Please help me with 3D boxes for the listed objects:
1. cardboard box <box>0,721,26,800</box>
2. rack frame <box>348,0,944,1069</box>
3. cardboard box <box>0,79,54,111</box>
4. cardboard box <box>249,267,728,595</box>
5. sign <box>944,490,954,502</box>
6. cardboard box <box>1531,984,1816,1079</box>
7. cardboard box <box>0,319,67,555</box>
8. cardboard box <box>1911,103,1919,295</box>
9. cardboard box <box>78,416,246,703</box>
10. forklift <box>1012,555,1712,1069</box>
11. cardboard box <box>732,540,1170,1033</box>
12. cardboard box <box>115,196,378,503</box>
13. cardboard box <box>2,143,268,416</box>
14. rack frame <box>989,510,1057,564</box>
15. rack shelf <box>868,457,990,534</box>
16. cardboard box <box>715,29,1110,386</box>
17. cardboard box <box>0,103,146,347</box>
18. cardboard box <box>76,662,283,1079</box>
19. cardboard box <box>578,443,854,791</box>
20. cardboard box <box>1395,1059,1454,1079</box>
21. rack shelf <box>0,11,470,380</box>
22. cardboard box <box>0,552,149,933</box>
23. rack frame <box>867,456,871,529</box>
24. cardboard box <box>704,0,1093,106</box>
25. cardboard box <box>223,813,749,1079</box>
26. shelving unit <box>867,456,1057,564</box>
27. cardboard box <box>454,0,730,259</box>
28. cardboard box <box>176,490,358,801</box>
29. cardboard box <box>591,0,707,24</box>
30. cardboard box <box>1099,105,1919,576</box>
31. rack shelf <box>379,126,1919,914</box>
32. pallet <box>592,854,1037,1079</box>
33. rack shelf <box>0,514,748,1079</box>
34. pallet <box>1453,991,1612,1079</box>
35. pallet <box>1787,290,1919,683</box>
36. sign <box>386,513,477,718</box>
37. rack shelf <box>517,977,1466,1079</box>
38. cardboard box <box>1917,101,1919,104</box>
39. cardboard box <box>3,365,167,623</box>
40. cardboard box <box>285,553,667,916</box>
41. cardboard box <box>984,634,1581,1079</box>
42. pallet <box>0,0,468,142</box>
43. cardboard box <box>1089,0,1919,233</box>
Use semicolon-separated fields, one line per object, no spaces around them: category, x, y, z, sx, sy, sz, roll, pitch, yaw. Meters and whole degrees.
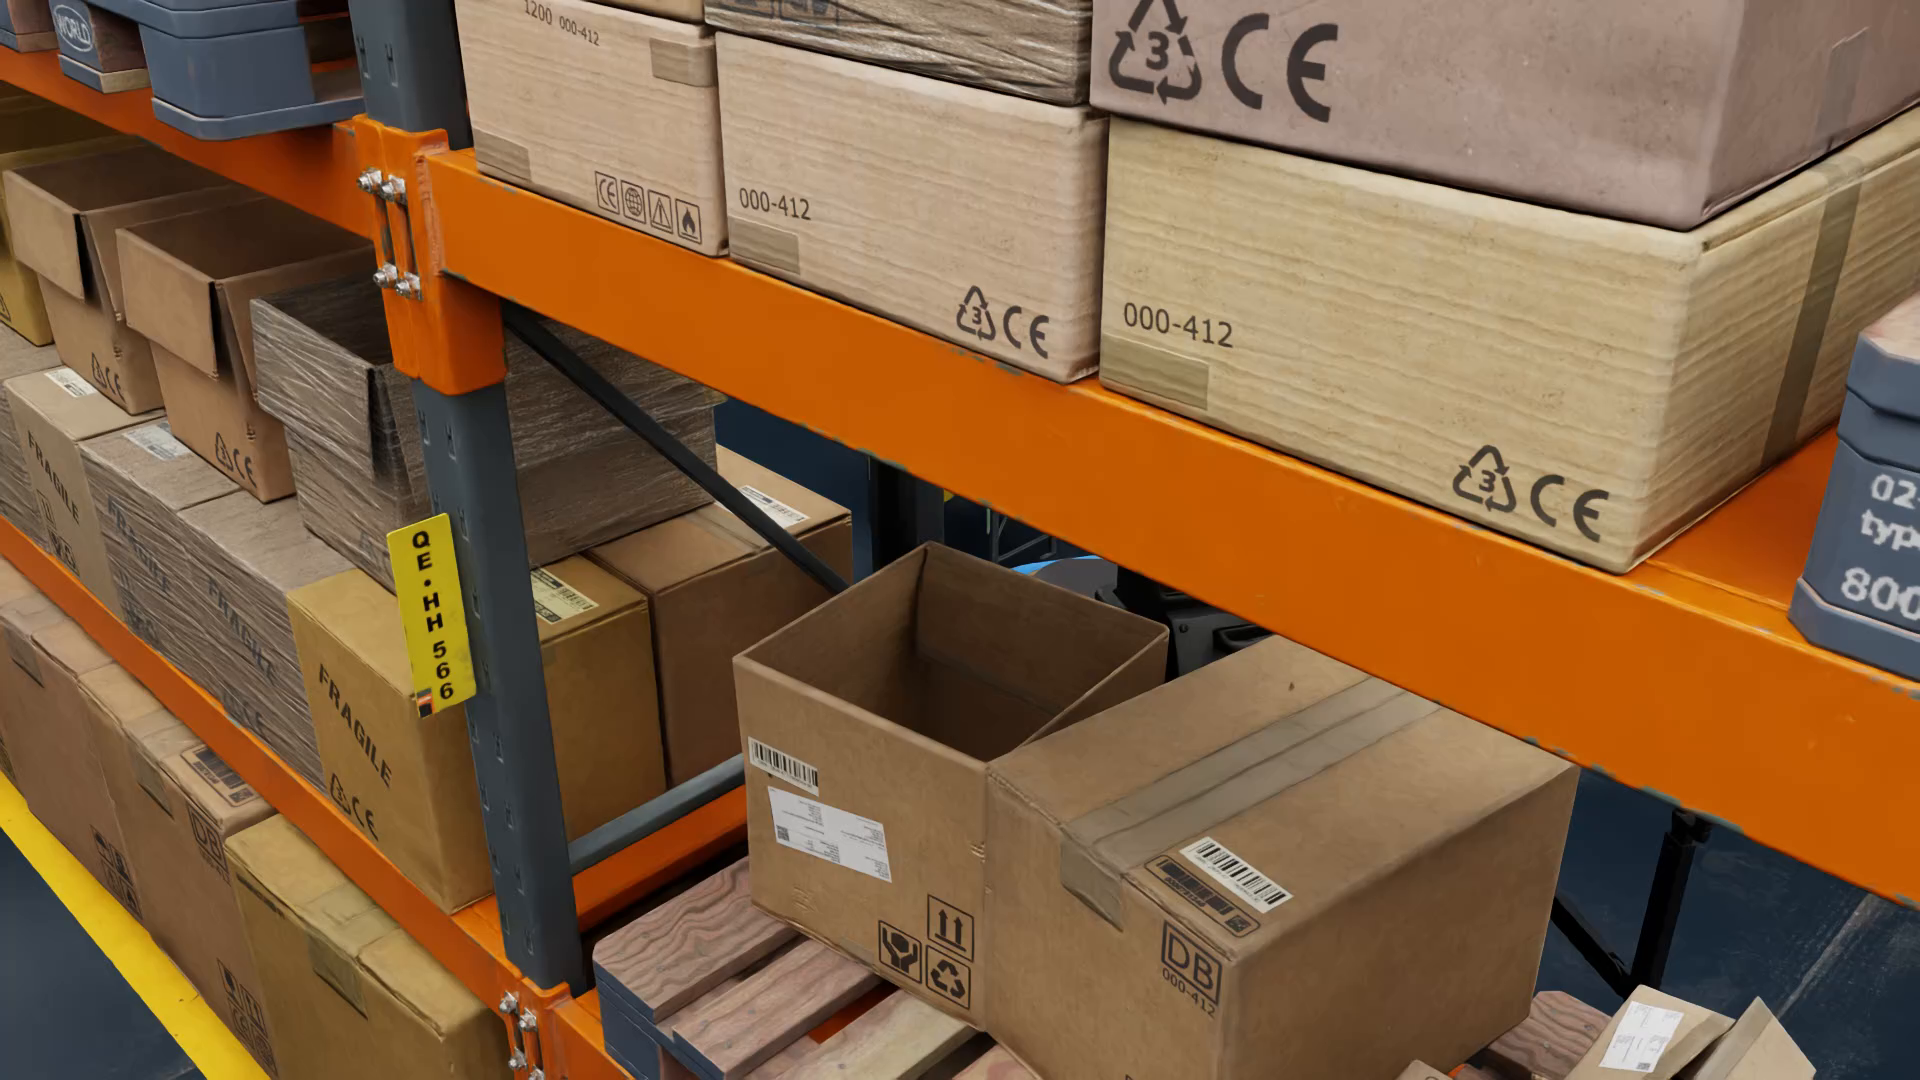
cardboard box;-2.804;0.098;5.672;0.875;0.875;1.225;25;36;39
rack frame;-0.420;0.445;3.180;0.053;2.616;0.949;25;36;38
cardboard box;-2.813;-1.141;5.012;0.637;0.503;0.797;23;36;37
cardboard box;-0.932;-0.286;3.385;0.797;0.503;0.637;-24;36;-38
sign;-0.049;-0.214;3.275;0.005;0.325;0.100;25;36;38
cardboard box;0.956;0.774;2.247;0.258;0.266;0.396;23;36;37
cardboard box;-2.406;-0.343;4.572;0.500;0.500;0.500;24;36;37
cardboard box;0.808;-0.419;1.762;0.500;0.250;0.500;-24;36;-38
cardboard box;-1.672;-0.010;3.938;0.500;0.500;0.500;23;36;37
forklift;0.963;0.332;3.470;1.130;2.935;3.031;-7;29;-14
cardboard box;-0.009;0.379;2.747;0.500;0.500;0.500;20;33;33
cardboard box;-1.395;-0.499;3.791;0.797;0.503;0.637;-24;36;-38
cardboard box;-1.878;-0.716;4.203;0.797;0.503;0.637;-24;36;-38
rack frame;0.266;-0.542;6.670;0.023;1.500;0.400;25;36;38
rack shelf;0.005;-0.373;7.049;0.720;0.370;0.431;25;36;38
cardboard box;0.100;-0.409;1.744;0.500;0.250;0.500;-24;36;-38
cardboard box;-2.332;-0.914;4.579;0.797;0.503;0.637;-25;37;-39
cardboard box;-1.530;0.675;4.574;0.875;0.875;1.225;25;36;39
cardboard box;-0.578;0.153;3.628;0.500;0.500;0.500;-24;36;-38
cardboard box;0.611;0.950;1.930;0.500;0.250;0.500;23;36;37
rack shelf;-1.849;-1.215;3.888;4.000;0.370;1.077;25;36;38
cardboard box;-2.167;0.389;5.119;0.875;0.875;1.225;23;36;37
rack frame;-0.256;-0.781;7.124;0.023;1.500;0.400;25;36;38
cardboard box;0.091;-0.741;1.569;0.500;0.500;0.500;25;37;39
cardboard box;-0.900;0.969;4.016;0.875;0.875;1.225;23;35;36
shelving unit;0.005;-0.662;6.897;0.755;1.500;0.431;25;36;38
cardboard box;-0.266;-0.577;2.063;0.500;0.250;0.500;-25;36;-38
cardboard box;-1.299;0.159;3.618;0.500;0.500;0.500;24;36;38
cardboard box;-0.268;-0.908;1.886;0.500;0.500;0.500;-25;37;-39
cardboard box;0.473;-0.245;1.431;0.500;0.250;0.500;-24;36;-38
rack shelf;1.004;0.090;1.406;4.000;0.370;1.077;25;36;38
pallet;0.160;0.728;2.848;1.003;0.211;1.213;25;36;38
rack shelf;-1.849;0.112;4.587;4.000;0.370;1.077;25;36;38
pallet;1.018;1.164;2.020;1.213;0.211;1.003;25;36;38
pallet;1.323;-0.067;1.133;1.003;0.211;1.213;25;36;38
sign;-0.809;0.119;2.556;0.005;0.325;0.100;25;36;38
rack shelf;1.004;1.417;2.104;4.000;0.370;1.077;25;36;38
cardboard box;0.809;-0.744;1.574;0.500;0.500;0.500;-25;36;-38
cardboard box;-2.034;-0.176;4.254;0.500;0.500;0.500;-24;36;-38
cardboard box;-0.948;0.323;3.305;0.500;0.500;0.500;-24;36;-38
cardboard box;0.459;0.528;2.464;0.700;0.500;0.500;-19;33;-32
pallet;-0.919;-0.990;2.890;1.213;0.211;1.003;-23;36;-37
cardboard box;0.455;-0.580;1.262;0.500;0.500;0.500;23;36;37
